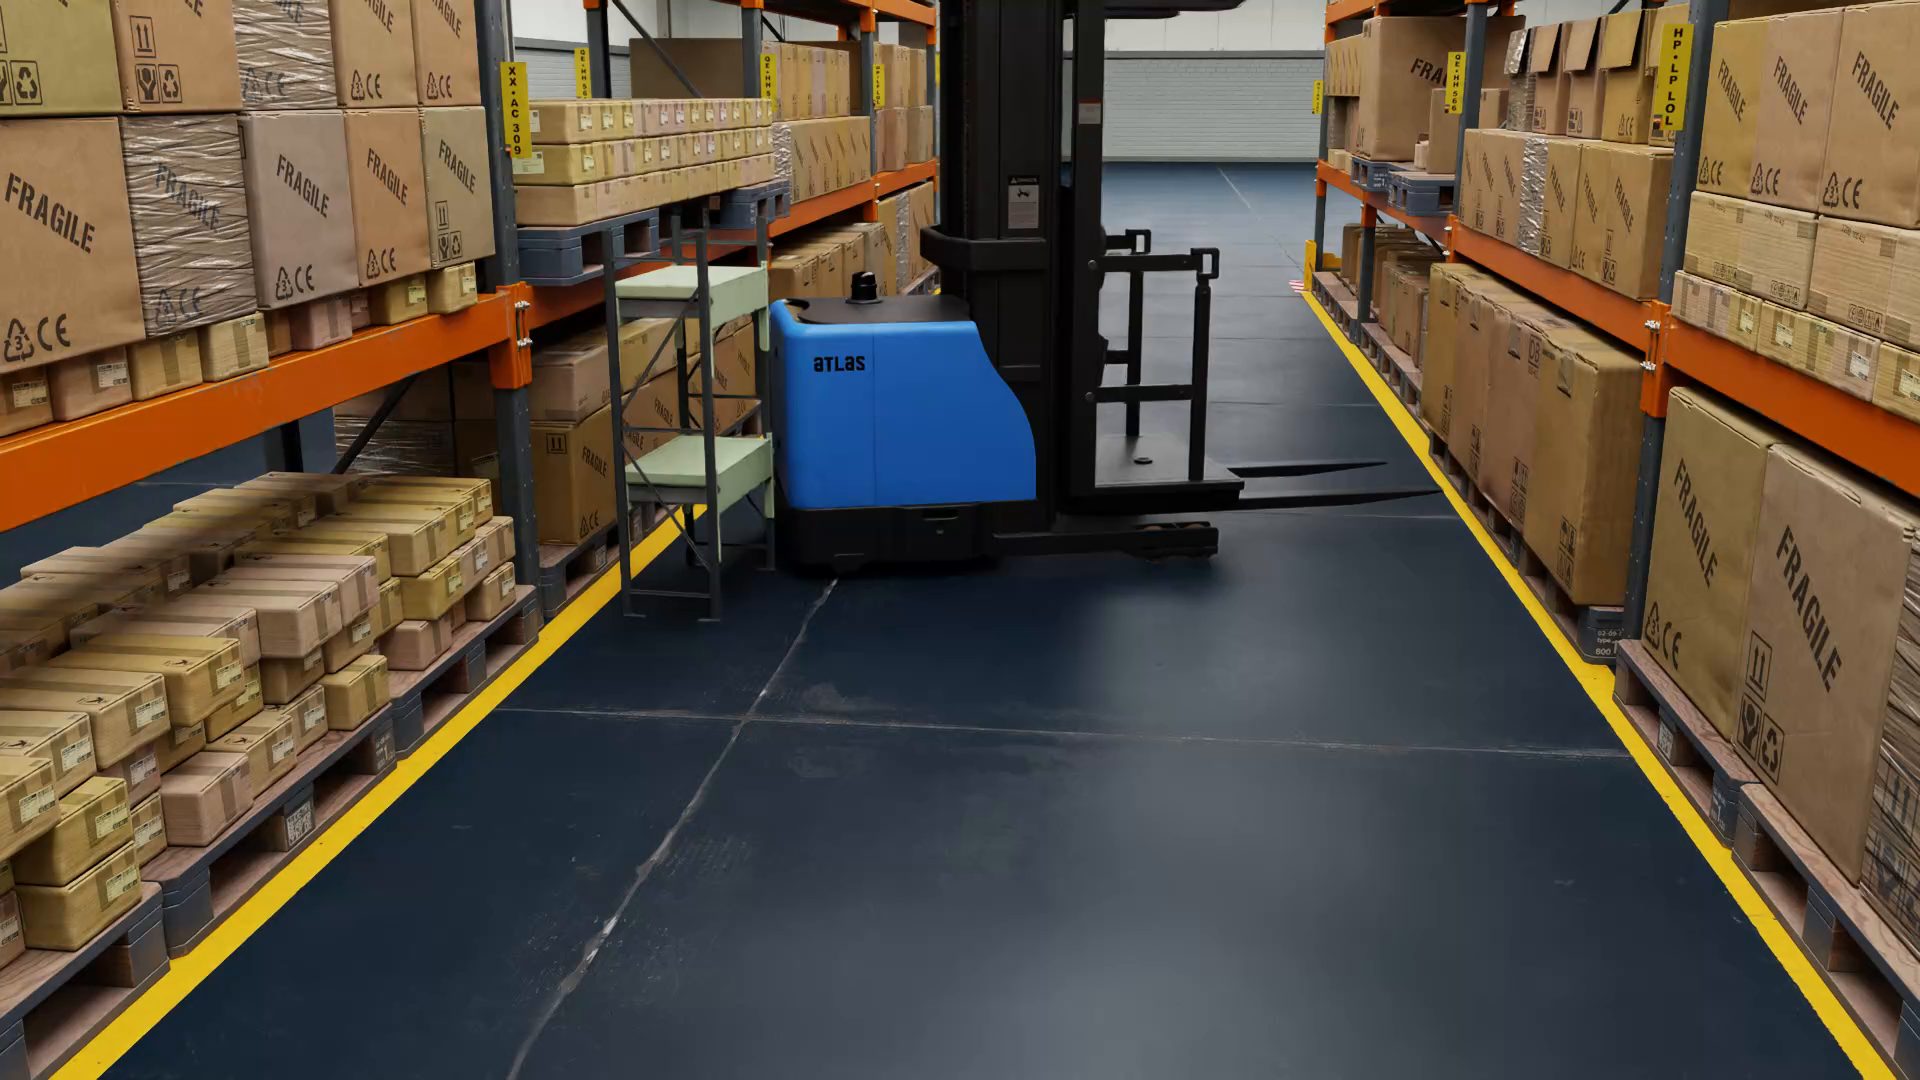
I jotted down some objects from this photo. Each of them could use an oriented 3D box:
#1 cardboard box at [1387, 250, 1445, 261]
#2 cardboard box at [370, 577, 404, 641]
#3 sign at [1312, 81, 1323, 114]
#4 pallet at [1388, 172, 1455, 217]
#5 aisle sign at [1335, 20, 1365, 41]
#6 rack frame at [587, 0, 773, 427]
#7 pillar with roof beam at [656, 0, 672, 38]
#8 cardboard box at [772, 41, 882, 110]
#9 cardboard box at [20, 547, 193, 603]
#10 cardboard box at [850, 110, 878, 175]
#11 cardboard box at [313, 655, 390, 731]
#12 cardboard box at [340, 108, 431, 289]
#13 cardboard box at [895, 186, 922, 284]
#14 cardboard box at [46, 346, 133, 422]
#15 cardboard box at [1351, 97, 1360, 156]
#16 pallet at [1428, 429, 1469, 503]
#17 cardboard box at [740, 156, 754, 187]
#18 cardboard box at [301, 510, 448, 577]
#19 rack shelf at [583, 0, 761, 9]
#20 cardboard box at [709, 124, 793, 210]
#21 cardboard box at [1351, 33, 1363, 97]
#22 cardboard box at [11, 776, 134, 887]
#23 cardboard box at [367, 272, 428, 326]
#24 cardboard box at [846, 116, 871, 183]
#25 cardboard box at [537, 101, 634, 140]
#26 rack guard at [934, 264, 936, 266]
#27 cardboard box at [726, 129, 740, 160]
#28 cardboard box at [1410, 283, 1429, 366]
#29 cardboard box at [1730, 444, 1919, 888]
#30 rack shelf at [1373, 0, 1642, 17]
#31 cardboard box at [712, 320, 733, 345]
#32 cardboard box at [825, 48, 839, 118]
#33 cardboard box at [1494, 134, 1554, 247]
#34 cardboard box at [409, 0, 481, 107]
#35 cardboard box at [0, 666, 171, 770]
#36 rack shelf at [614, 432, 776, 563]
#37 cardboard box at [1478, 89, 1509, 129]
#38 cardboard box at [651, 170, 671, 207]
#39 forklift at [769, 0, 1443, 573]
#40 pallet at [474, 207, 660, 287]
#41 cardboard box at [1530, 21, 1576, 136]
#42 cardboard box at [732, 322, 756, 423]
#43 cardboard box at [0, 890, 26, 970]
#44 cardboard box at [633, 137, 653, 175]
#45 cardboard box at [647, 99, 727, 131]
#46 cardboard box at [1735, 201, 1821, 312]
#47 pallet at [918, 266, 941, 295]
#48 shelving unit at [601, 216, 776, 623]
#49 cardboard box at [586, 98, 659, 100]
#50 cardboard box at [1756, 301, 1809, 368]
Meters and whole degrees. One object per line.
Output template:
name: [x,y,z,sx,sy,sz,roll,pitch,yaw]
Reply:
cardboard box: [3.799,-2.110,13.704,0.500,0.500,0.500,1,15,5]
cardboard box: [-1.982,0.215,5.209,0.380,0.149,0.250,2,15,7]
sign: [3.626,-4.483,16.836,0.100,0.325,0.005,2,15,6]
pallet: [3.237,-2.070,9.937,1.213,0.211,1.003,2,15,6]
aisle sign: [3.874,-5.329,16.643,0.394,0.787,0.004,2,15,6]
rack frame: [-1.654,-2.147,9.854,1.000,3.000,0.127,2,15,6]
pillar with roof beam: [-3.925,-14.882,45.460,9.100,9.000,0.400,2,15,6]
cardboard box: [-1.127,-3.872,13.880,0.875,0.550,0.550,2,15,6]
cardboard box: [-2.537,0.129,4.955,0.380,0.149,0.250,2,15,7]
cardboard box: [-1.173,-3.352,14.026,0.875,0.550,0.550,2,15,6]
cardboard box: [-1.928,0.445,4.928,0.380,0.149,0.250,2,15,6]
cardboard box: [-1.939,-1.033,4.973,0.500,0.500,0.500,1,15,5]
cardboard box: [-0.860,-2.992,16.248,0.875,0.875,0.875,1,15,5]
cardboard box: [-2.120,-0.364,3.744,0.380,0.149,0.250,1,15,5]
cardboard box: [3.874,-3.580,14.393,0.875,0.500,0.500,2,15,6]
pallet: [3.099,-0.426,8.833,1.003,0.211,1.213,2,15,6]
cardboard box: [-1.312,-1.955,8.824,0.380,0.149,0.250,2,15,7]
cardboard box: [-1.898,0.009,5.398,0.380,0.149,0.250,2,15,6]
rack shelf: [-1.880,-2.729,7.638,1.077,0.370,4.000,2,15,6]
cardboard box: [-1.335,-2.303,10.242,0.500,0.500,0.500,2,15,7]
cardboard box: [3.546,-3.941,13.812,0.500,0.500,0.500,2,15,6]
cardboard box: [-2.079,0.631,3.669,0.380,0.149,0.250,2,15,8]
cardboard box: [-1.916,-0.769,5.242,0.380,0.149,0.250,2,15,8]
cardboard box: [-0.996,-3.089,13.148,0.500,0.500,0.500,2,15,6]
cardboard box: [-1.547,-1.705,6.759,0.380,0.149,0.250,2,15,7]
rack guard: [-0.749,-3.021,17.876,1.175,0.500,0.348,2,15,6]
cardboard box: [-1.342,-2.028,8.521,0.380,0.149,0.250,2,15,6]
cardboard box: [3.425,-1.446,11.208,0.700,0.500,0.500,3,15,11]
cardboard box: [2.556,0.288,4.115,0.875,0.875,0.875,2,15,6]
rack shelf: [3.488,-3.594,10.837,1.077,0.370,4.000,2,15,6]
cardboard box: [-1.517,-1.188,8.857,0.500,0.250,0.500,2,15,7]
cardboard box: [-1.309,-3.452,12.576,0.700,0.500,0.500,1,15,5]
cardboard box: [2.827,-1.638,7.780,0.500,0.500,0.500,1,15,5]
cardboard box: [-1.890,-1.654,5.354,0.500,0.500,0.500,1,15,4]
cardboard box: [-2.107,0.414,3.903,0.380,0.149,0.250,2,15,8]
rack shelf: [-1.060,-0.193,6.753,0.431,0.370,0.720,3,15,10]
cardboard box: [3.284,-2.366,9.671,0.500,0.500,0.500,0,15,-1]
cardboard box: [-1.489,-1.547,7.314,0.380,0.149,0.250,1,15,4]
forklift: [0.678,-1.442,7.380,3.031,2.935,1.130,-3,15,-10]
pallet: [-1.875,-1.210,6.759,1.003,0.211,1.213,2,15,6]
cardboard box: [3.088,-2.149,7.748,0.797,0.503,0.637,2,15,8]
cardboard box: [-1.469,-0.964,9.465,0.500,0.500,0.500,2,15,6]
cardboard box: [-2.210,0.840,3.464,0.380,0.149,0.250,2,15,7]
cardboard box: [-1.519,-1.624,7.030,0.380,0.149,0.250,1,15,4]
cardboard box: [-1.374,-2.110,8.255,0.380,0.149,0.250,2,15,6]
cardboard box: [2.437,-0.765,4.462,0.500,0.250,0.500,2,15,6]
pallet: [-0.764,-2.666,17.116,1.003,0.211,1.213,2,15,6]
shelving unit: [-1.060,-0.508,6.667,0.431,1.500,0.755,3,15,10]
cardboard box: [-1.899,-2.400,9.328,0.380,0.149,0.250,2,15,6]
cardboard box: [2.361,-0.544,4.408,0.380,0.149,0.250,1,15,5]
